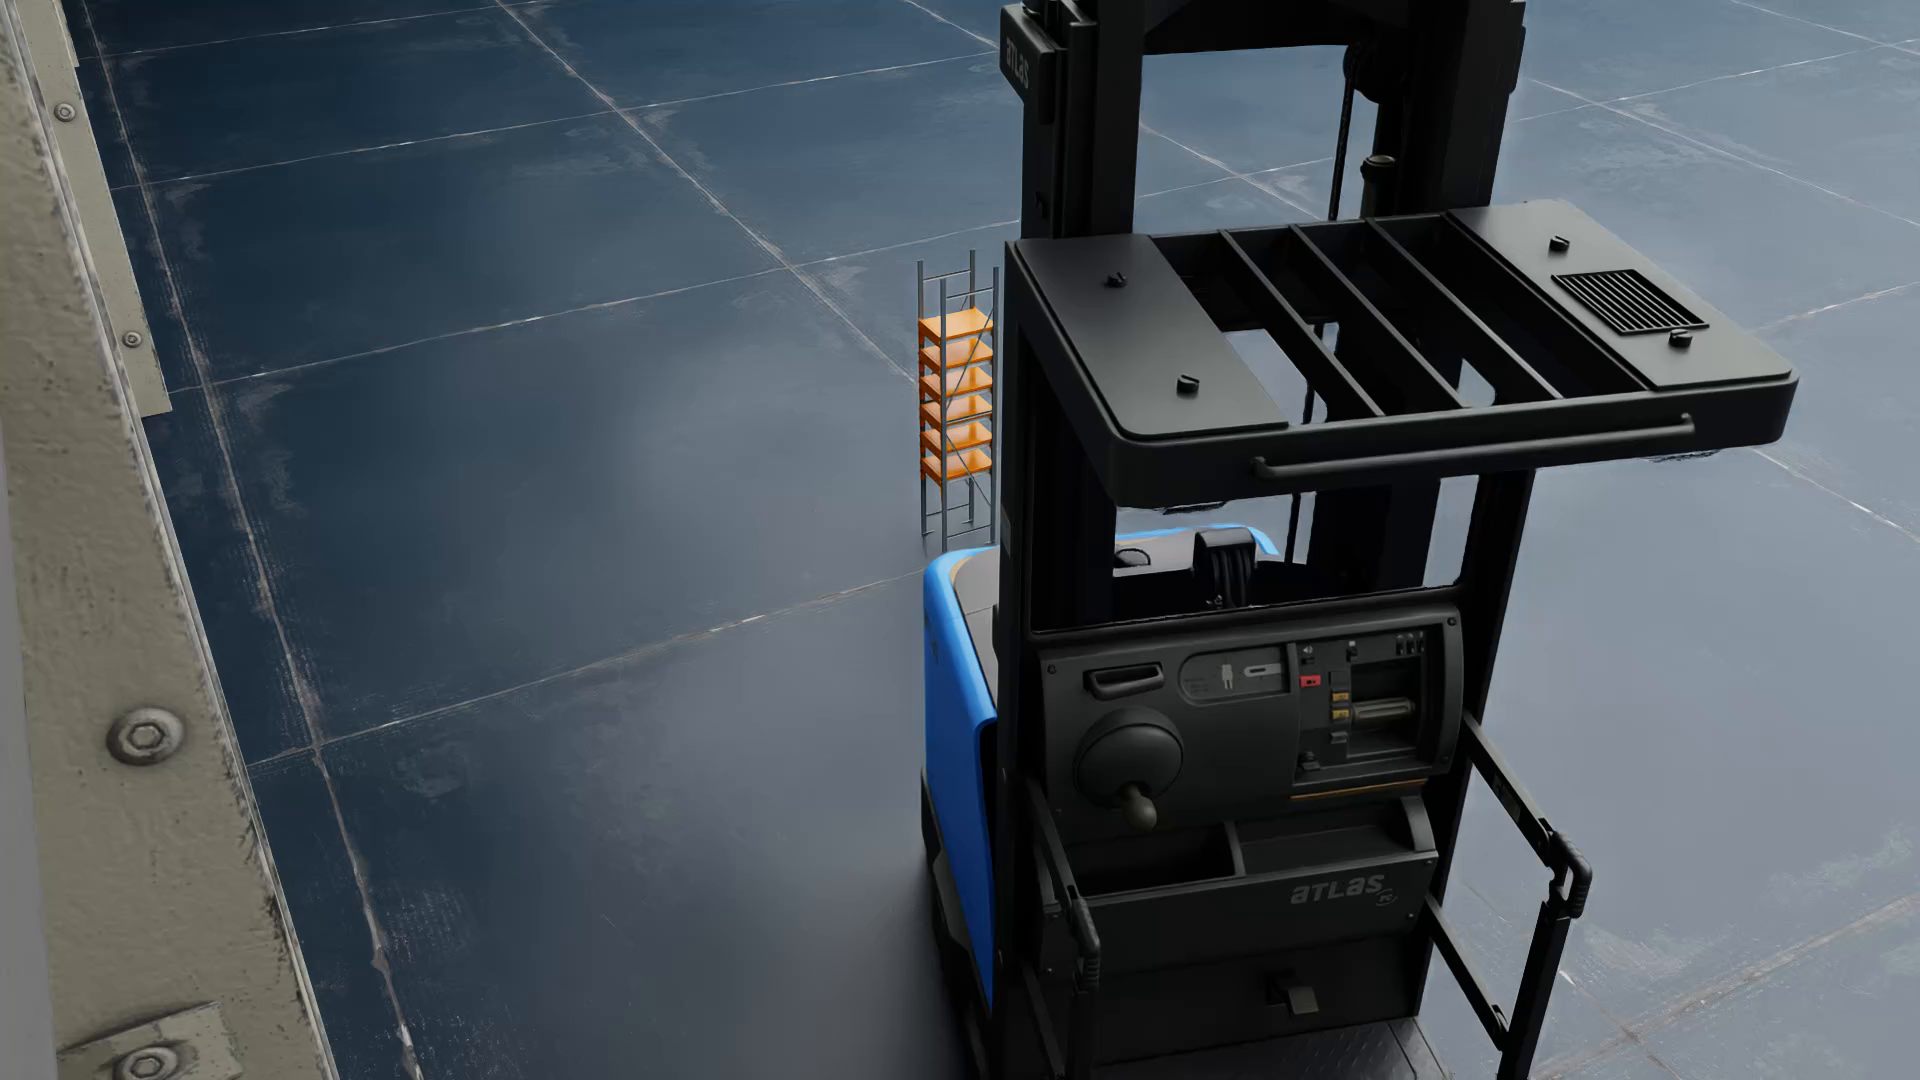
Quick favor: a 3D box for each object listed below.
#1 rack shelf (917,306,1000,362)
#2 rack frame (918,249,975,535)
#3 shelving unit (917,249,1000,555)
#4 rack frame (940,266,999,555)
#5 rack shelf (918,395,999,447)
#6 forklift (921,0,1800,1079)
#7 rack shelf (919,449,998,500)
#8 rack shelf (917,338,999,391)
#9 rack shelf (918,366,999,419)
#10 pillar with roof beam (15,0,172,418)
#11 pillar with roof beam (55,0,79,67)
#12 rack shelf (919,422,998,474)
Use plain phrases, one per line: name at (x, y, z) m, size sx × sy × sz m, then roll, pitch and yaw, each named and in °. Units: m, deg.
rack shelf at (-0.007, -0.778, 6.267) m, size 0.258 × 0.103 × 0.180 m, roll -16°, pitch 36°, yaw -23°
rack frame at (-0.049, -0.556, 6.505) m, size 0.240 × 1.200 × 0.006 m, roll -16°, pitch 36°, yaw -23°
shelving unit at (-0.007, -0.512, 6.437) m, size 0.258 × 1.200 × 0.189 m, roll -16°, pitch 36°, yaw -23°
rack frame at (0.036, -0.468, 6.369) m, size 0.240 × 1.200 × 0.006 m, roll -16°, pitch 36°, yaw -23°
rack shelf at (-0.007, -0.475, 6.461) m, size 0.258 × 0.103 × 0.180 m, roll -16°, pitch 36°, yaw -23°
forklift at (0.670, 0.434, 3.356) m, size 1.130 × 2.935 × 3.031 m, roll -6°, pitch 33°, yaw -9°
rack shelf at (-0.007, -0.273, 6.591) m, size 0.258 × 0.103 × 0.180 m, roll -16°, pitch 36°, yaw -23°
rack shelf at (-0.007, -0.677, 6.332) m, size 0.258 × 0.103 × 0.180 m, roll -16°, pitch 36°, yaw -23°
rack shelf at (-0.007, -0.576, 6.396) m, size 0.258 × 0.103 × 0.180 m, roll -16°, pitch 36°, yaw -23°
pillar with roof beam at (-0.059, -5.525, 7.032) m, size 9.100 × 9.000 × 0.400 m, roll -16°, pitch 36°, yaw -23°
pillar with roof beam at (-2.856, -8.388, 11.501) m, size 9.100 × 9.000 × 0.400 m, roll -16°, pitch 36°, yaw -23°
rack shelf at (-0.007, -0.374, 6.526) m, size 0.258 × 0.103 × 0.180 m, roll -16°, pitch 36°, yaw -23°
